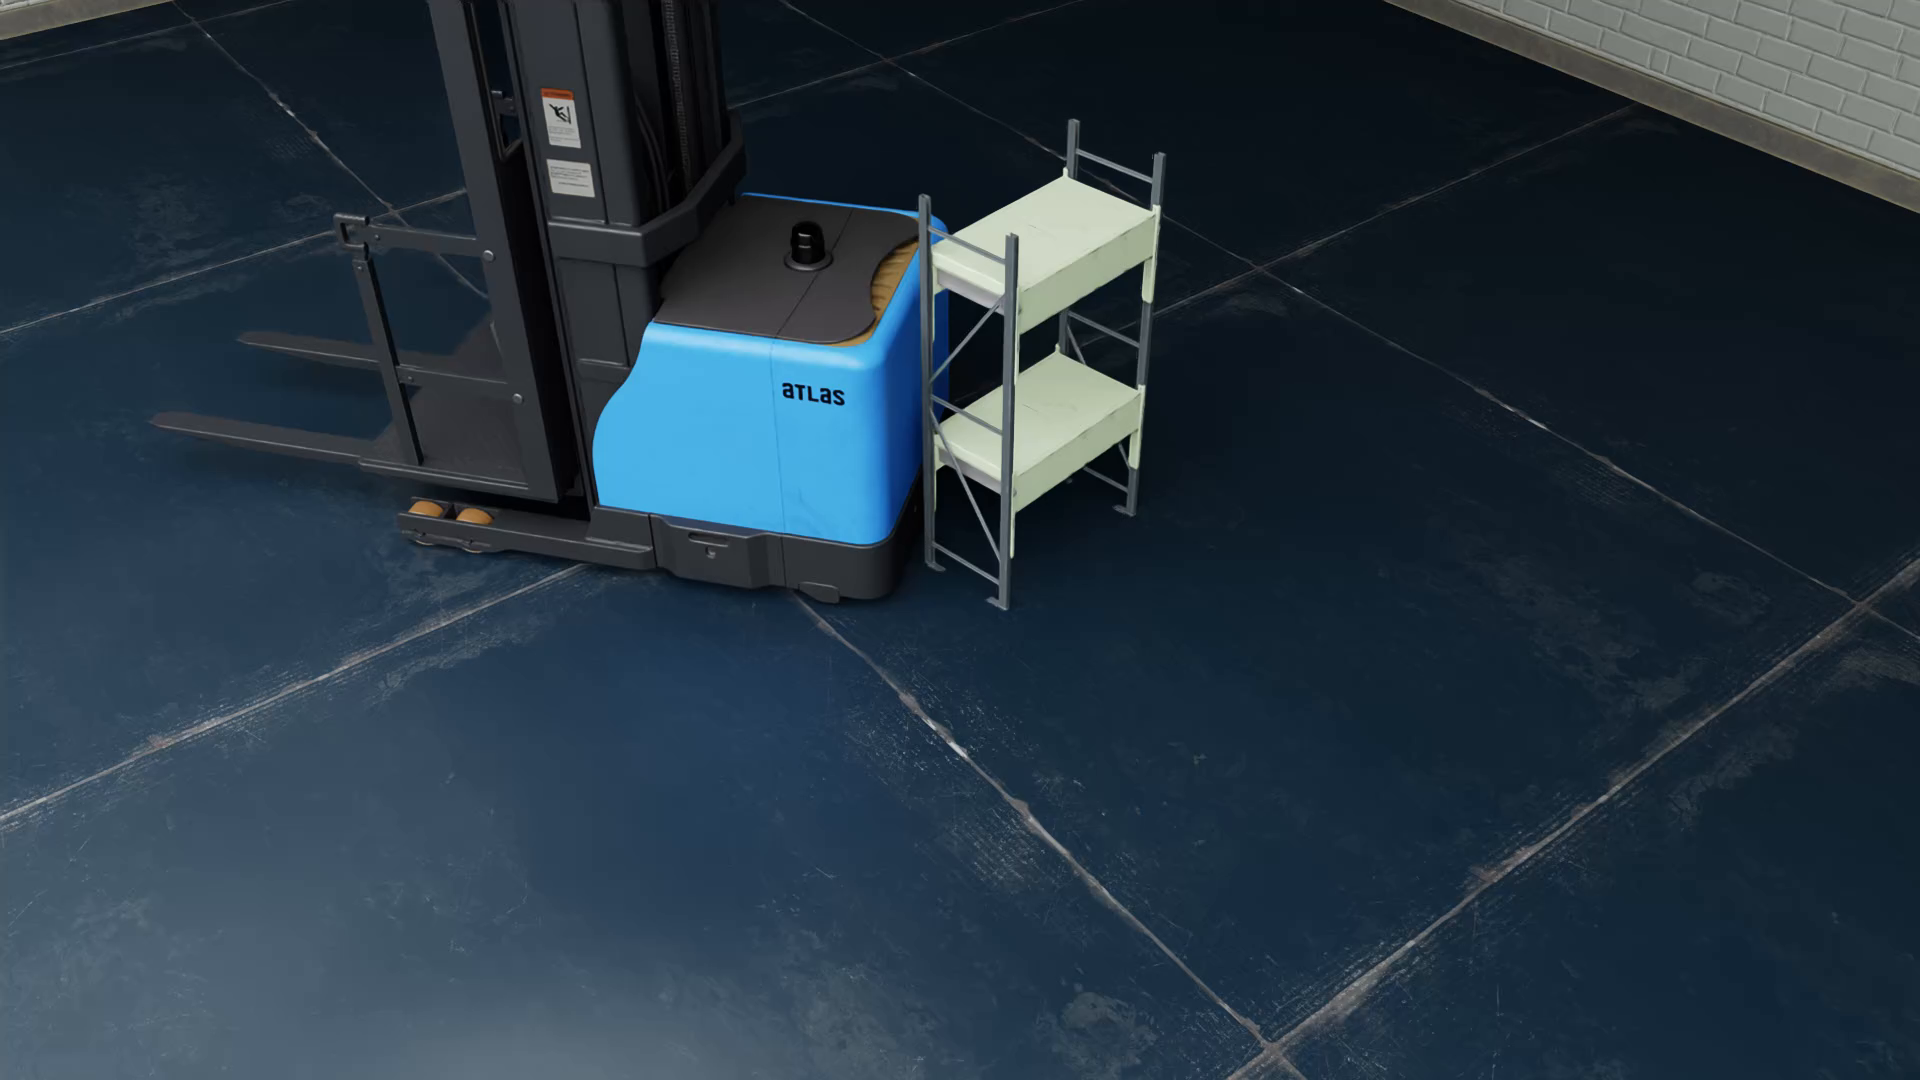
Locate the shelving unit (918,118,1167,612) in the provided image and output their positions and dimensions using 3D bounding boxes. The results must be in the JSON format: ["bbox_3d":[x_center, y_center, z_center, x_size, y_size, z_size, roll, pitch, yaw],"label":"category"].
[{"bbox_3d":[0.271,-0.586,5.781,0.431,1.500,0.755,30,48,32],"label":"shelving unit"}]

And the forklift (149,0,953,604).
[{"bbox_3d":[-1.601,-1.400,5.645,3.031,2.935,1.130,9,40,10],"label":"forklift"}]

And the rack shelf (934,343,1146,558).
[{"bbox_3d":[0.271,-0.334,5.988,0.431,0.370,0.720,30,48,32],"label":"rack shelf"}]

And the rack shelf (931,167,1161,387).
[{"bbox_3d":[0.271,-0.887,5.534,0.431,0.370,0.720,30,48,32],"label":"rack shelf"}]

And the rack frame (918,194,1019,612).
[{"bbox_3d":[0.023,-0.415,5.573,0.400,1.500,0.023,30,48,32],"label":"rack frame"}]

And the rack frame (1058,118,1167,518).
[{"bbox_3d":[0.519,-0.756,5.990,0.400,1.500,0.023,30,48,32],"label":"rack frame"}]
